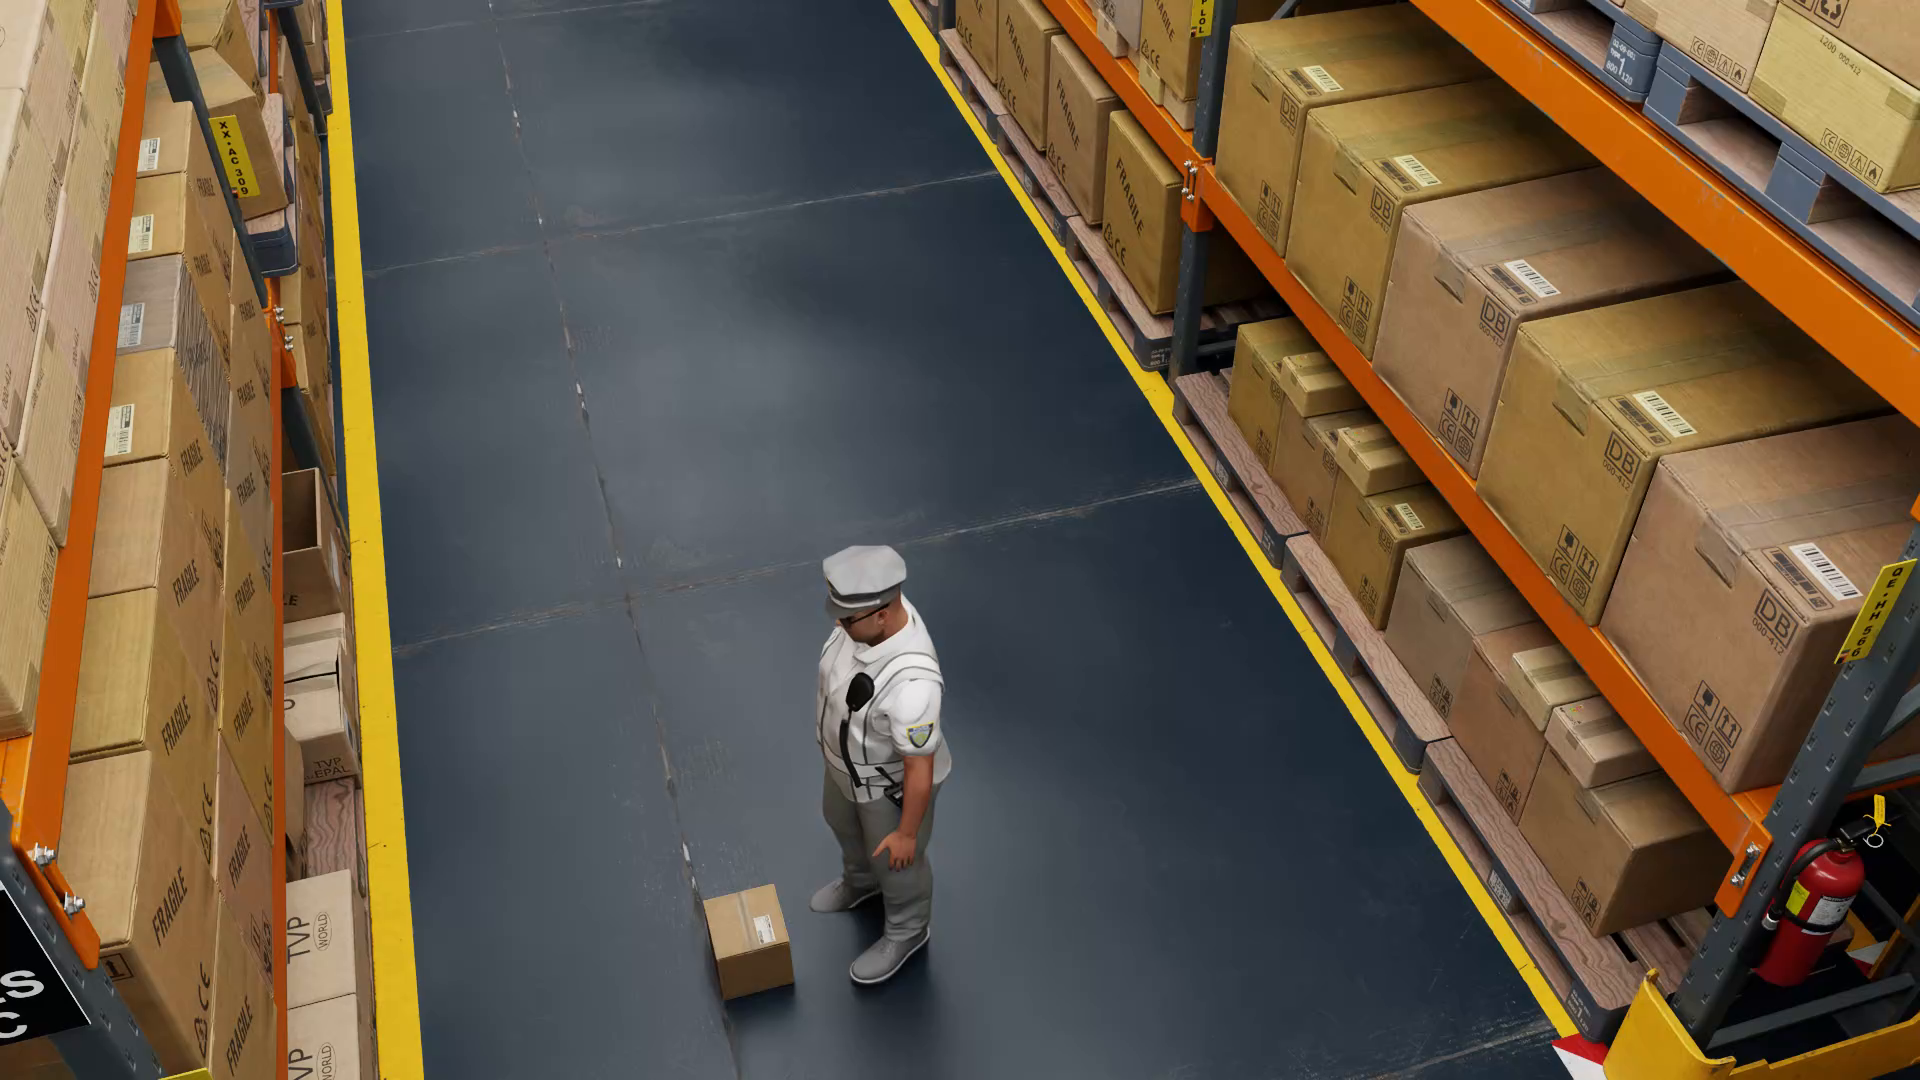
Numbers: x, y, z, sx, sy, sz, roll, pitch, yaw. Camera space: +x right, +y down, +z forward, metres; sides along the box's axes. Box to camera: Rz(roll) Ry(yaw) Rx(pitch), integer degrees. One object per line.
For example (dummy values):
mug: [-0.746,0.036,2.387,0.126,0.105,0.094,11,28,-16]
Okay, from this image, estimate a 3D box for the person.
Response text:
person: [-0.255,0.758,5.329,0.435,1.795,0.615,-17,45,-18]
